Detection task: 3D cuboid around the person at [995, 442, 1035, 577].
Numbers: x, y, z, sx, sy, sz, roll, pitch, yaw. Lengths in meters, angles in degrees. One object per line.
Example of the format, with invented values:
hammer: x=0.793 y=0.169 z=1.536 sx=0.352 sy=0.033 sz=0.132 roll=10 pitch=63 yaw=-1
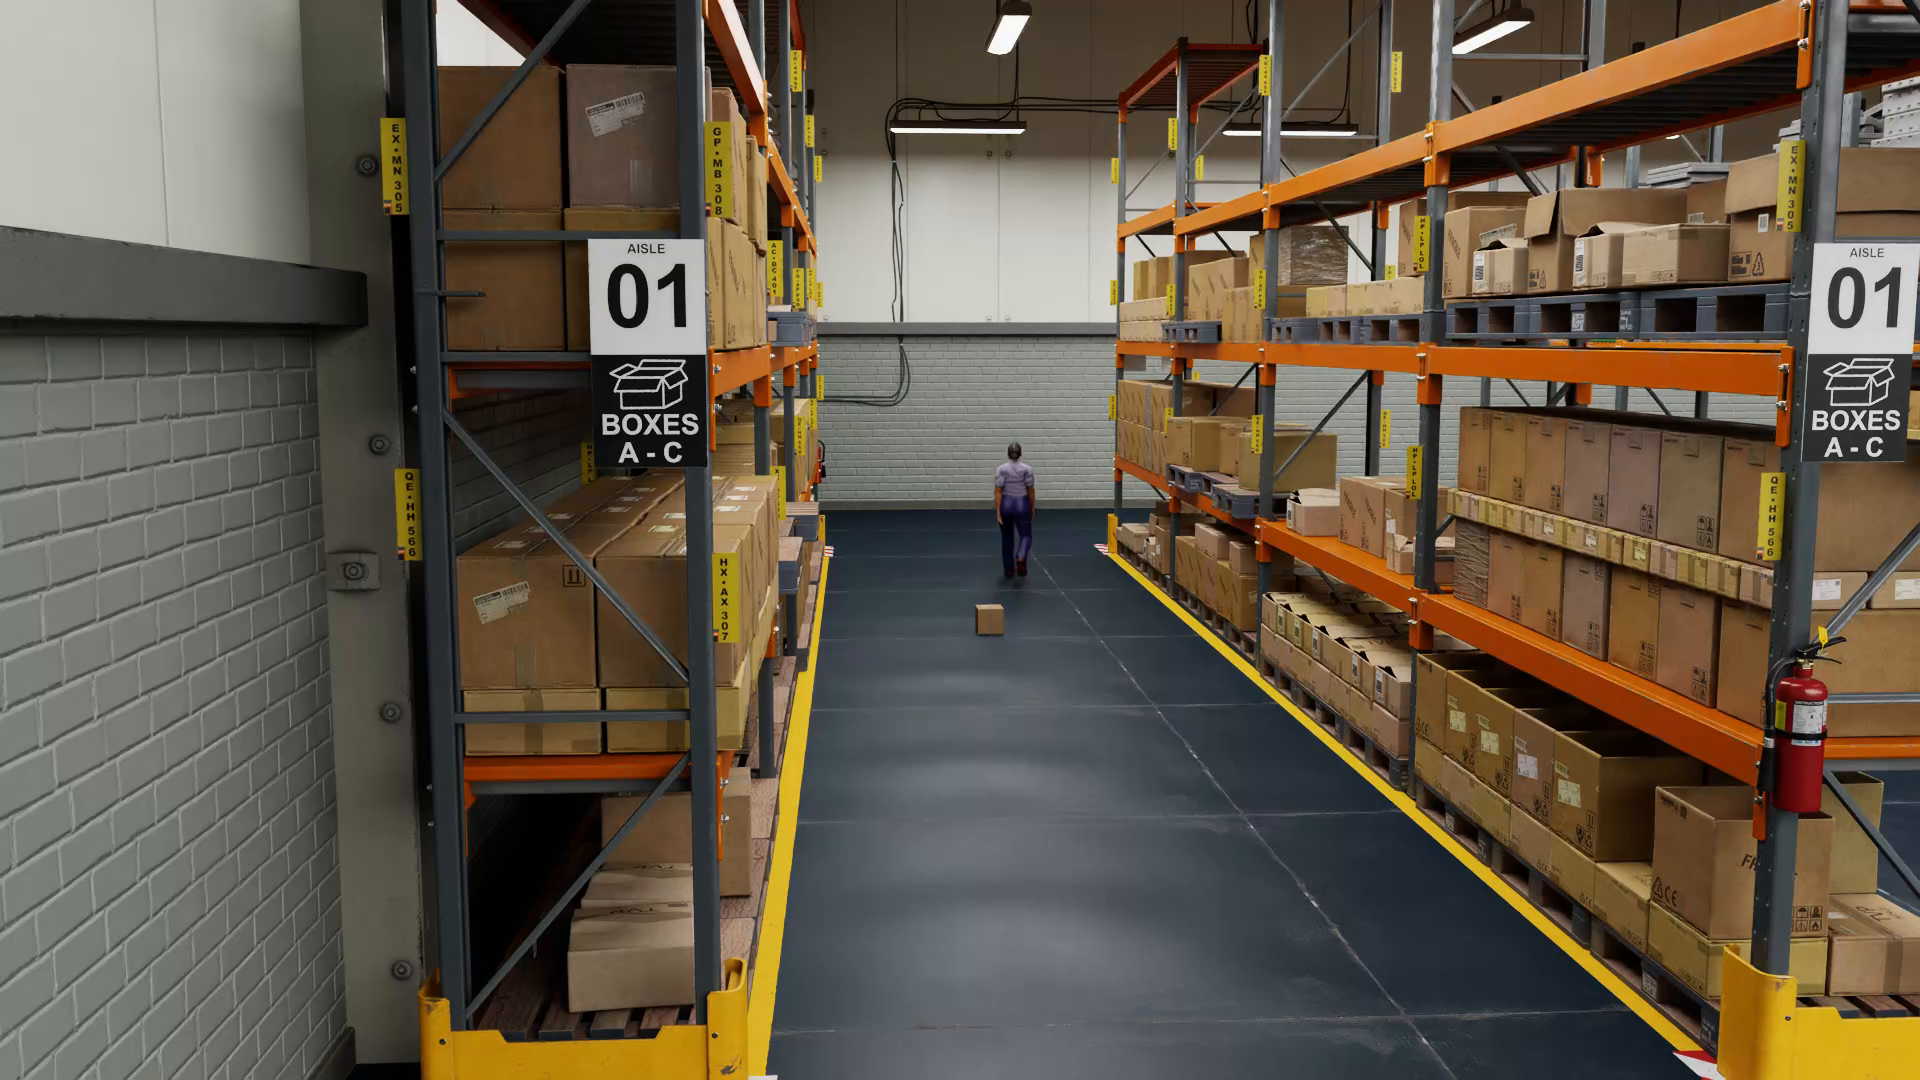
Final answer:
person: x=0.647 y=-0.355 z=19.656 sx=0.465 sy=1.602 sz=0.820 roll=1 pitch=7 yaw=10
